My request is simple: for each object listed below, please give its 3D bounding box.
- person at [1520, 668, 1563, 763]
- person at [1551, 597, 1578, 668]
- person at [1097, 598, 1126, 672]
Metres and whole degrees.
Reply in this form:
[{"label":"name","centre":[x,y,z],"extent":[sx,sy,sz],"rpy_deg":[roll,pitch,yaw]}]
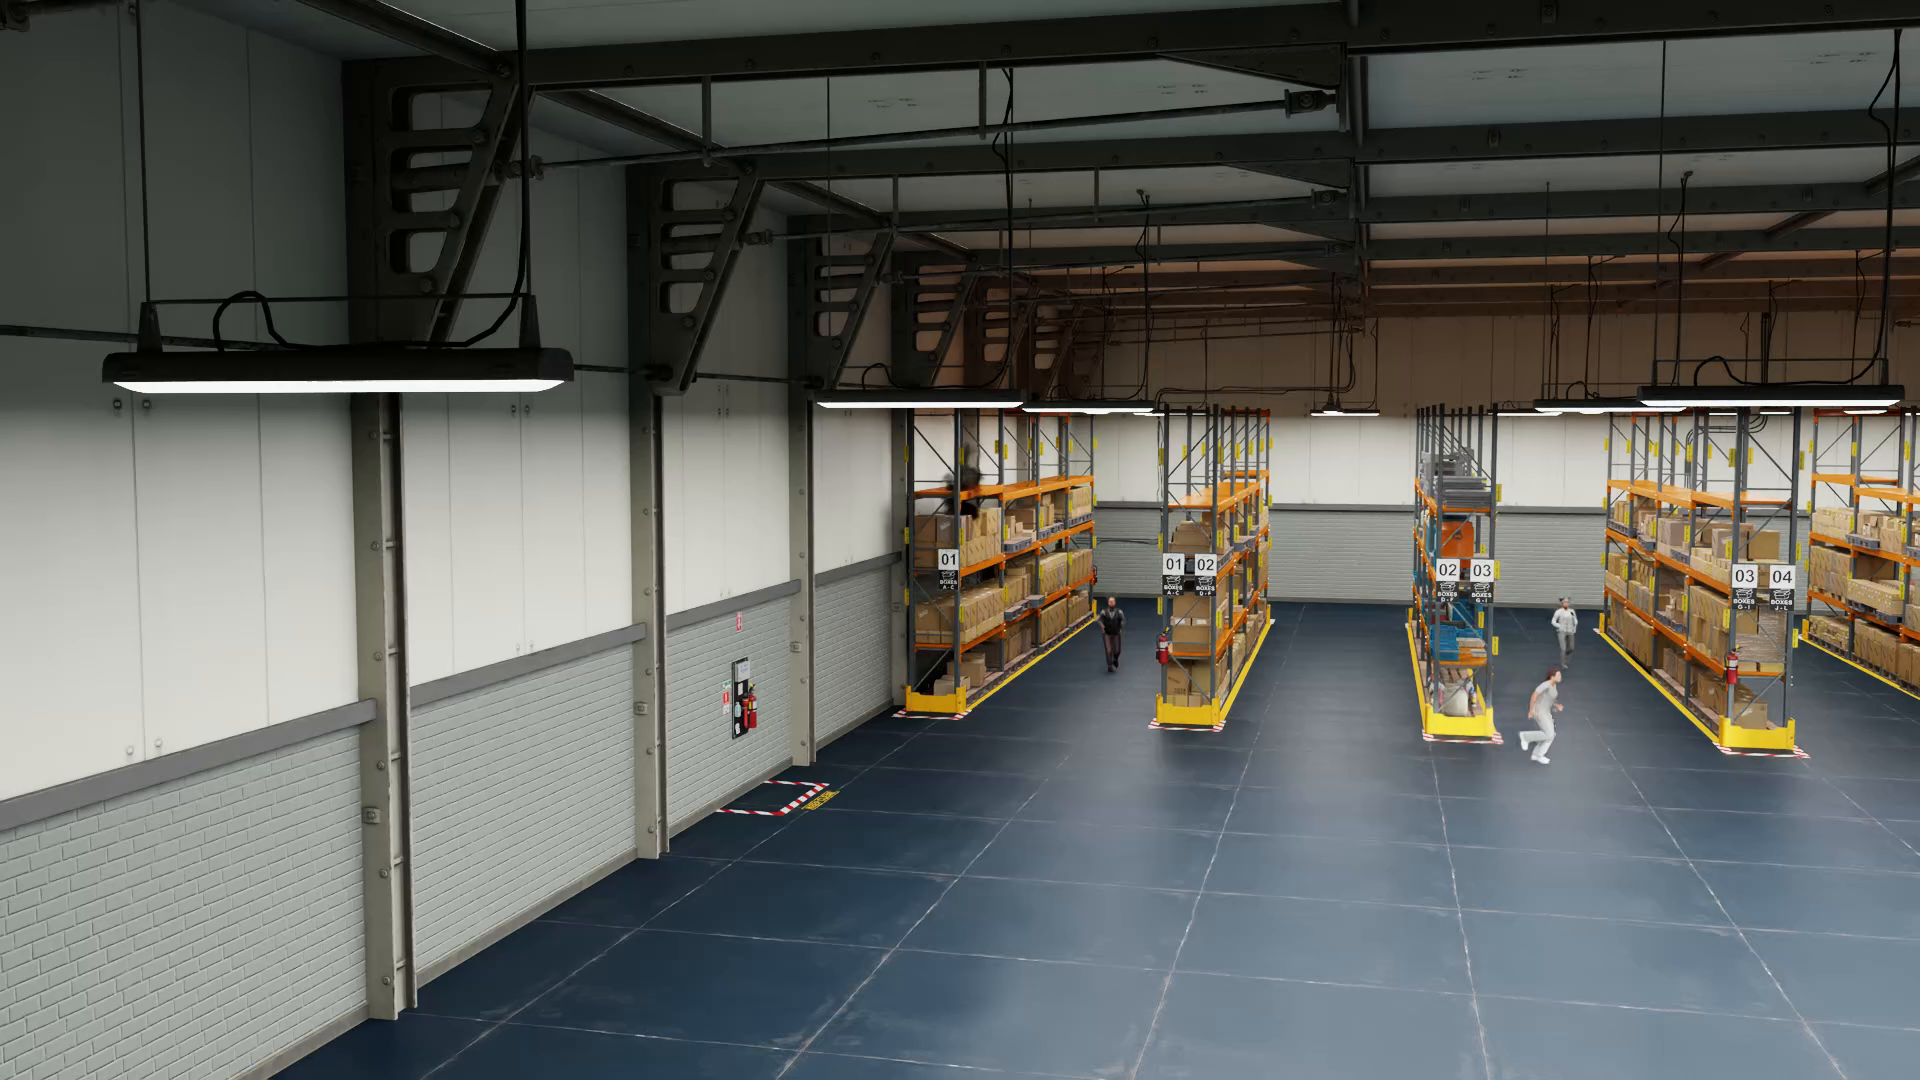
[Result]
[{"label":"person","centre":[9.716,2.908,27.774],"extent":[0.676,1.586,0.538],"rpy_deg":[3,5,34]},{"label":"person","centre":[13.898,2.119,38.154],"extent":[0.611,1.649,0.548],"rpy_deg":[0,4,3]},{"label":"person","centre":[3.433,2.145,37.639],"extent":[0.656,1.673,0.603],"rpy_deg":[0,4,2]}]
